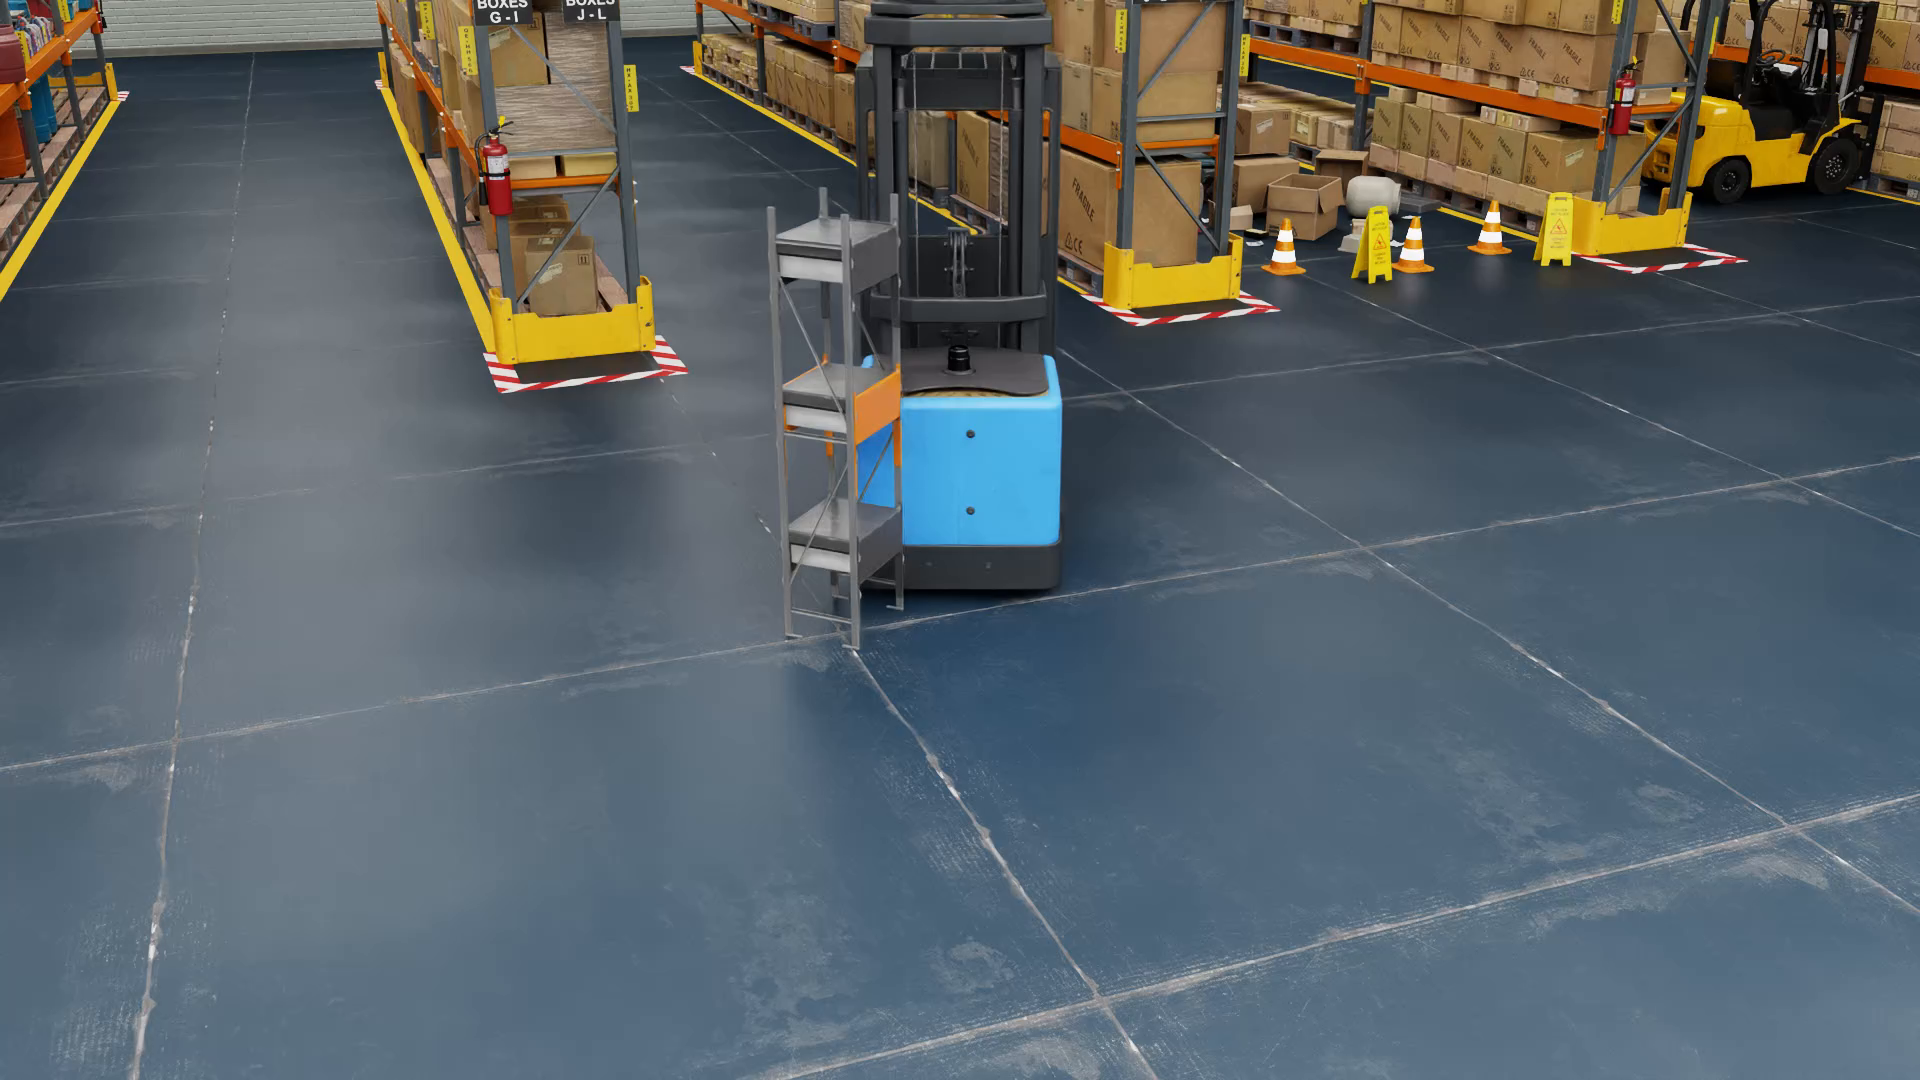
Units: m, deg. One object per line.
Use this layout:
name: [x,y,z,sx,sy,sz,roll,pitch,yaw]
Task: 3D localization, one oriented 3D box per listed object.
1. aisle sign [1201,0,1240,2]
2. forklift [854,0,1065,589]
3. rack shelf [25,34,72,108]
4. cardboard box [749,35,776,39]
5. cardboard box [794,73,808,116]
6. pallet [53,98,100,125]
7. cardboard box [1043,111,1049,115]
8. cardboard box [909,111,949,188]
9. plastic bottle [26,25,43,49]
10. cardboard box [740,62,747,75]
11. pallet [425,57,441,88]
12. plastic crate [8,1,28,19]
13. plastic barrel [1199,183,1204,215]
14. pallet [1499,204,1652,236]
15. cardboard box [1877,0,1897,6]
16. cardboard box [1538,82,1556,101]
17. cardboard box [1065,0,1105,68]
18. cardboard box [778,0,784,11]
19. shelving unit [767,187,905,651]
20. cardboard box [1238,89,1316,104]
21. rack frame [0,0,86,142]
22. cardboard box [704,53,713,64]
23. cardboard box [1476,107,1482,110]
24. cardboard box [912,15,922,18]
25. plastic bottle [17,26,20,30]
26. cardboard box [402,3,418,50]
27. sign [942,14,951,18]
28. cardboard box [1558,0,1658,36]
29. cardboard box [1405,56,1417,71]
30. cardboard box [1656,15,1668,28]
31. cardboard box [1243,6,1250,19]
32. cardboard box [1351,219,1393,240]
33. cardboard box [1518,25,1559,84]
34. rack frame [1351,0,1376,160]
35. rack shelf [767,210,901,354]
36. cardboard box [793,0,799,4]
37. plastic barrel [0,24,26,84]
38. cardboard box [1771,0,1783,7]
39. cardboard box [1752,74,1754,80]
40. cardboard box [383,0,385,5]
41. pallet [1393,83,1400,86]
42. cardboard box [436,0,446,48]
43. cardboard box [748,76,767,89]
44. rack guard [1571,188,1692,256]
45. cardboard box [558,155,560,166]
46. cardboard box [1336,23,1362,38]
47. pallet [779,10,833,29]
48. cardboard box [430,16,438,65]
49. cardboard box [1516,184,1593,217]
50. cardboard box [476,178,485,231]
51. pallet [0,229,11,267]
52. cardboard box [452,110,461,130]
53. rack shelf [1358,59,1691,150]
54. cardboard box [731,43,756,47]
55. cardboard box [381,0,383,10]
aisle sign: [2.090,-4.648,13.069,0.394,0.787,0.004,-8,24,-19]
forklift: [-0.010,-1.621,9.323,1.130,2.935,3.031,0,23,0]
rack shelf: [-11.058,-5.413,19.158,1.077,0.370,4.000,-8,24,-19]
cardboard box: [-3.199,-8.069,26.896,0.380,0.149,0.250,-9,24,-20]
cardboard box: [-1.901,-5.965,22.219,0.500,0.500,0.500,-9,25,-21]
pallet: [-12.495,-5.892,22.958,1.003,0.211,1.213,-8,24,-19]
cardboard box: [1.090,-4.237,15.247,0.875,0.550,0.500,-8,24,-19]
cardboard box: [0.068,-4.258,17.847,1.050,0.750,0.750,-8,24,-19]
plastic bottle: [-10.968,-5.951,19.666,0.152,0.276,0.135,-8,24,-19]
cardboard box: [-3.082,-7.074,24.919,0.380,0.149,0.250,-9,25,-21]
pallet: [-4.980,-4.896,17.250,1.003,0.211,1.213,-8,24,-19]
plastic crate: [-12.827,-7.153,22.497,0.416,0.233,0.300,-8,24,-19]
plastic barrel: [2.207,-3.499,17.007,0.512,0.421,0.421,8,24,18]
pallet: [6.099,-3.193,16.554,1.003,0.211,1.213,-8,24,-19]
cardboard box: [10.153,-5.866,17.959,0.380,0.149,0.250,-8,24,-18]
cardboard box: [5.783,-4.314,15.947,0.380,0.149,0.250,-9,24,-20]
cardboard box: [1.409,-4.329,14.075,0.875,0.550,0.550,-8,24,-19]
cardboard box: [-2.194,-7.101,22.018,0.380,0.149,0.250,-10,25,-21]
shelving unit: [-0.568,-0.555,7.862,0.431,2.100,0.503,10,25,22]
cardboard box: [4.012,-5.566,21.437,0.950,0.372,0.625,-9,24,-20]
rack frame: [-11.764,-6.471,20.742,1.000,3.000,0.127,-8,24,-19]
cardboard box: [-3.982,-7.894,27.247,0.380,0.149,0.250,-8,24,-18]
cardboard box: [5.789,-4.328,17.691,0.500,0.500,0.500,-7,24,-16]
cardboard box: [-0.172,-5.945,18.076,0.700,0.500,0.500,-8,24,-19]
plastic bottle: [-11.078,-5.925,19.610,0.097,0.271,0.097,0,23,0]
cardboard box: [-6.295,-6.071,19.663,0.500,0.500,0.500,-9,24,-19]
sign: [-0.133,-5.307,16.591,0.100,0.325,0.005,-8,24,-19]
cardboard box: [5.995,-4.950,15.333,0.700,0.500,0.500,-9,24,-20]
cardboard box: [5.038,-5.153,17.937,0.380,0.149,0.250,-8,24,-19]
cardboard box: [9.003,-6.546,21.113,0.500,0.250,0.500,-8,24,-19]
cardboard box: [3.694,-6.676,21.009,0.380,0.149,0.250,-8,24,-19]
cardboard box: [4.027,-3.036,16.261,0.380,0.149,0.250,4,23,9]
cardboard box: [5.757,-4.676,15.970,0.500,0.500,0.500,-8,24,-19]
rack frame: [4.966,-5.604,18.684,1.000,3.000,0.127,-8,24,-19]
rack shelf: [-0.567,-1.187,7.595,0.431,0.518,0.480,10,25,22]
cardboard box: [-1.922,-6.956,21.292,0.380,0.149,0.250,-8,24,-19]
plastic barrel: [-9.904,-4.954,16.966,0.600,0.536,0.708,-8,24,-19]
cardboard box: [9.686,-6.295,19.359,0.380,0.149,0.250,-8,24,-19]
cardboard box: [9.486,-5.455,20.042,0.500,0.250,0.500,-9,24,-20]
cardboard box: [-7.898,-7.717,23.506,0.500,0.250,0.500,-8,24,-18]
pallet: [7.540,-7.174,25.999,1.003,0.211,1.213,-8,24,-19]
cardboard box: [-4.206,-4.508,14.285,0.500,0.500,0.500,-8,24,-19]
cardboard box: [-2.912,-6.770,24.581,0.380,0.149,0.250,-8,24,-18]
rack guard: [6.352,-3.026,15.786,1.175,0.500,0.348,-8,24,-19]
cardboard box: [-2.840,-2.905,12.603,0.380,0.149,0.250,-8,24,-19]
cardboard box: [4.526,-5.831,19.005,0.380,0.149,0.250,-8,24,-18]
pallet: [-1.780,-6.967,22.164,1.003,0.211,1.213,-8,24,-19]
cardboard box: [-5.004,-5.103,16.821,0.797,0.503,0.637,-6,24,-14]
cardboard box: [5.834,-3.343,16.318,0.500,0.250,0.500,-8,24,-19]
cardboard box: [-4.201,-3.135,15.504,0.500,0.500,0.500,-9,25,-21]
pallet: [-9.252,-2.560,15.051,1.003,0.211,1.213,-8,24,-19]
cardboard box: [-4.173,-3.643,14.356,0.380,0.149,0.250,-8,24,-19]
rack shelf: [5.673,-4.546,17.099,1.077,0.370,4.000,-8,24,-19]
cardboard box: [-3.339,-7.612,25.811,0.380,0.149,0.250,-8,24,-19]
cardboard box: [-8.183,-7.756,24.113,0.380,0.149,0.250,-9,24,-20]
